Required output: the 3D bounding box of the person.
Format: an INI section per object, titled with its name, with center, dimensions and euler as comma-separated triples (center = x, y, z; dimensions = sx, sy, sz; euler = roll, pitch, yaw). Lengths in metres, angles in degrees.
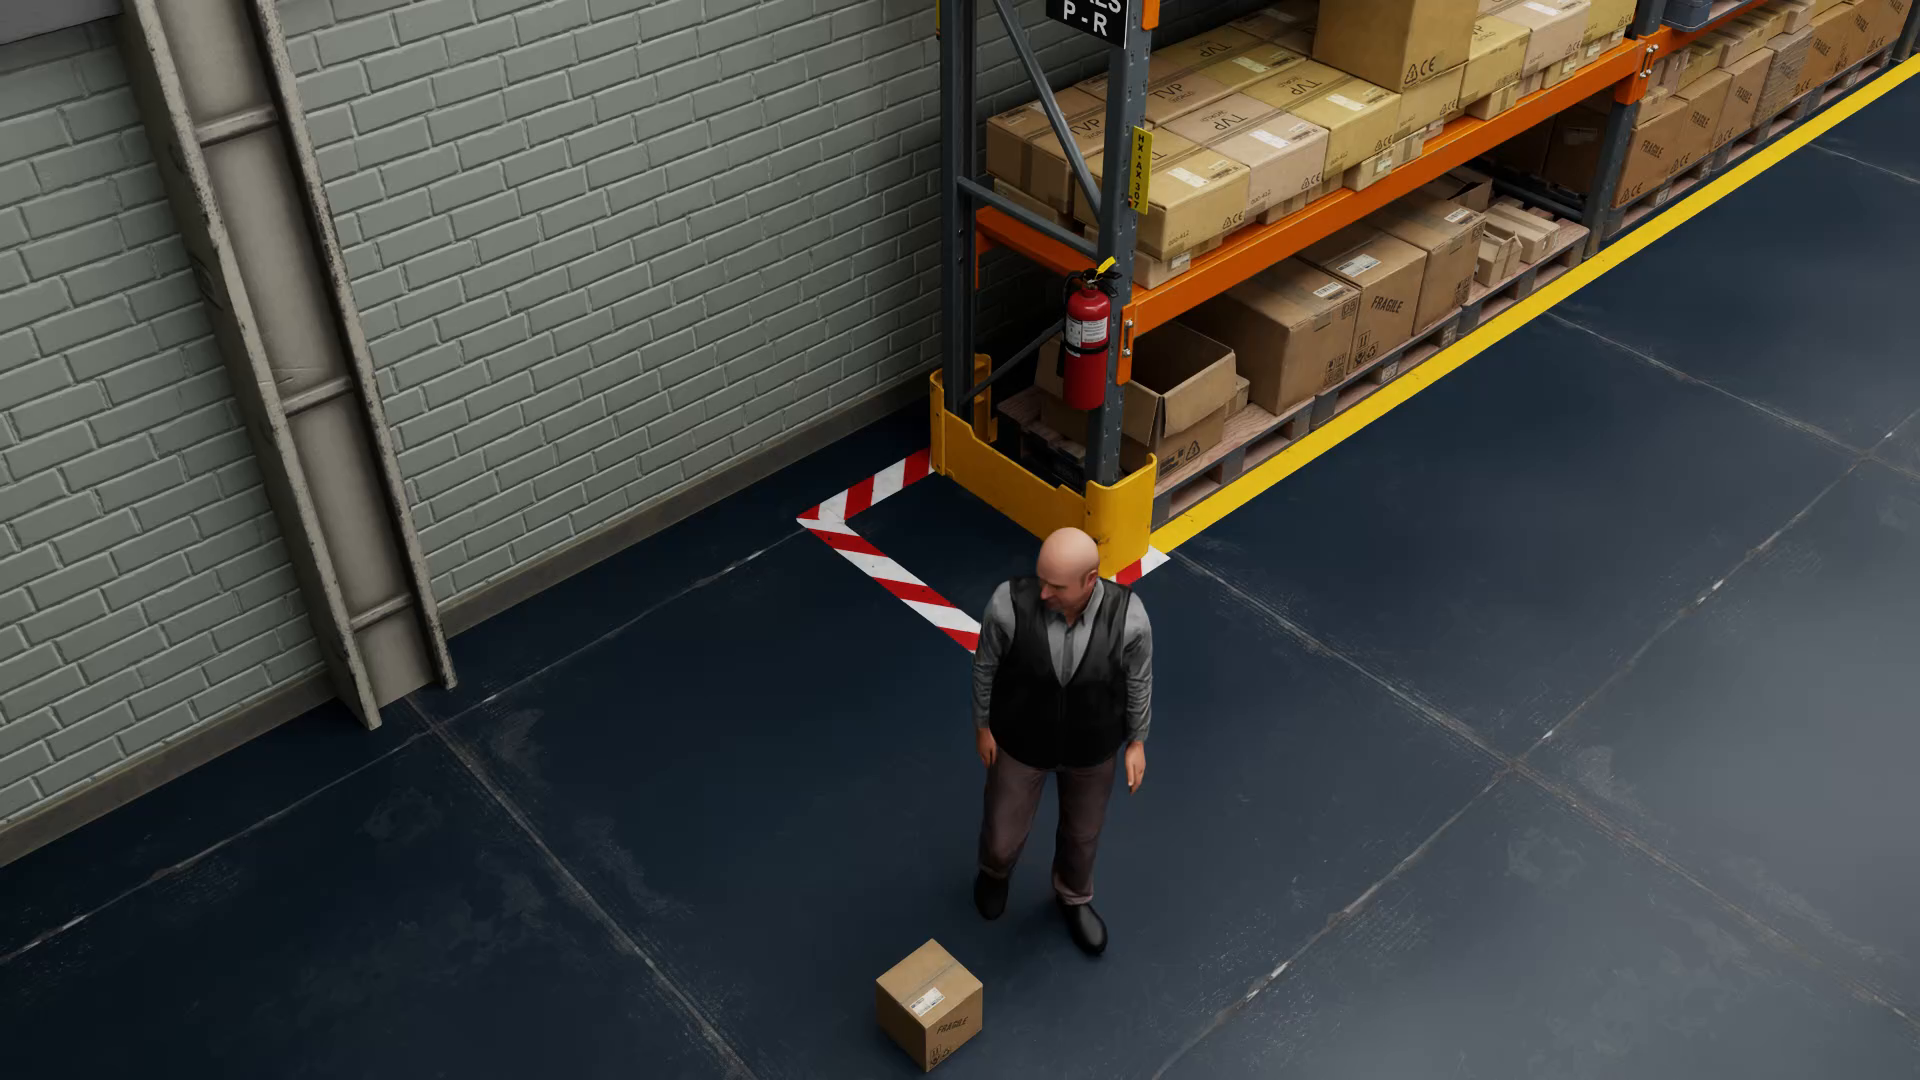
[person]
center = 0.322, 0.663, 5.378
dimensions = 0.568, 1.752, 0.418
euler = -1, 40, -1
